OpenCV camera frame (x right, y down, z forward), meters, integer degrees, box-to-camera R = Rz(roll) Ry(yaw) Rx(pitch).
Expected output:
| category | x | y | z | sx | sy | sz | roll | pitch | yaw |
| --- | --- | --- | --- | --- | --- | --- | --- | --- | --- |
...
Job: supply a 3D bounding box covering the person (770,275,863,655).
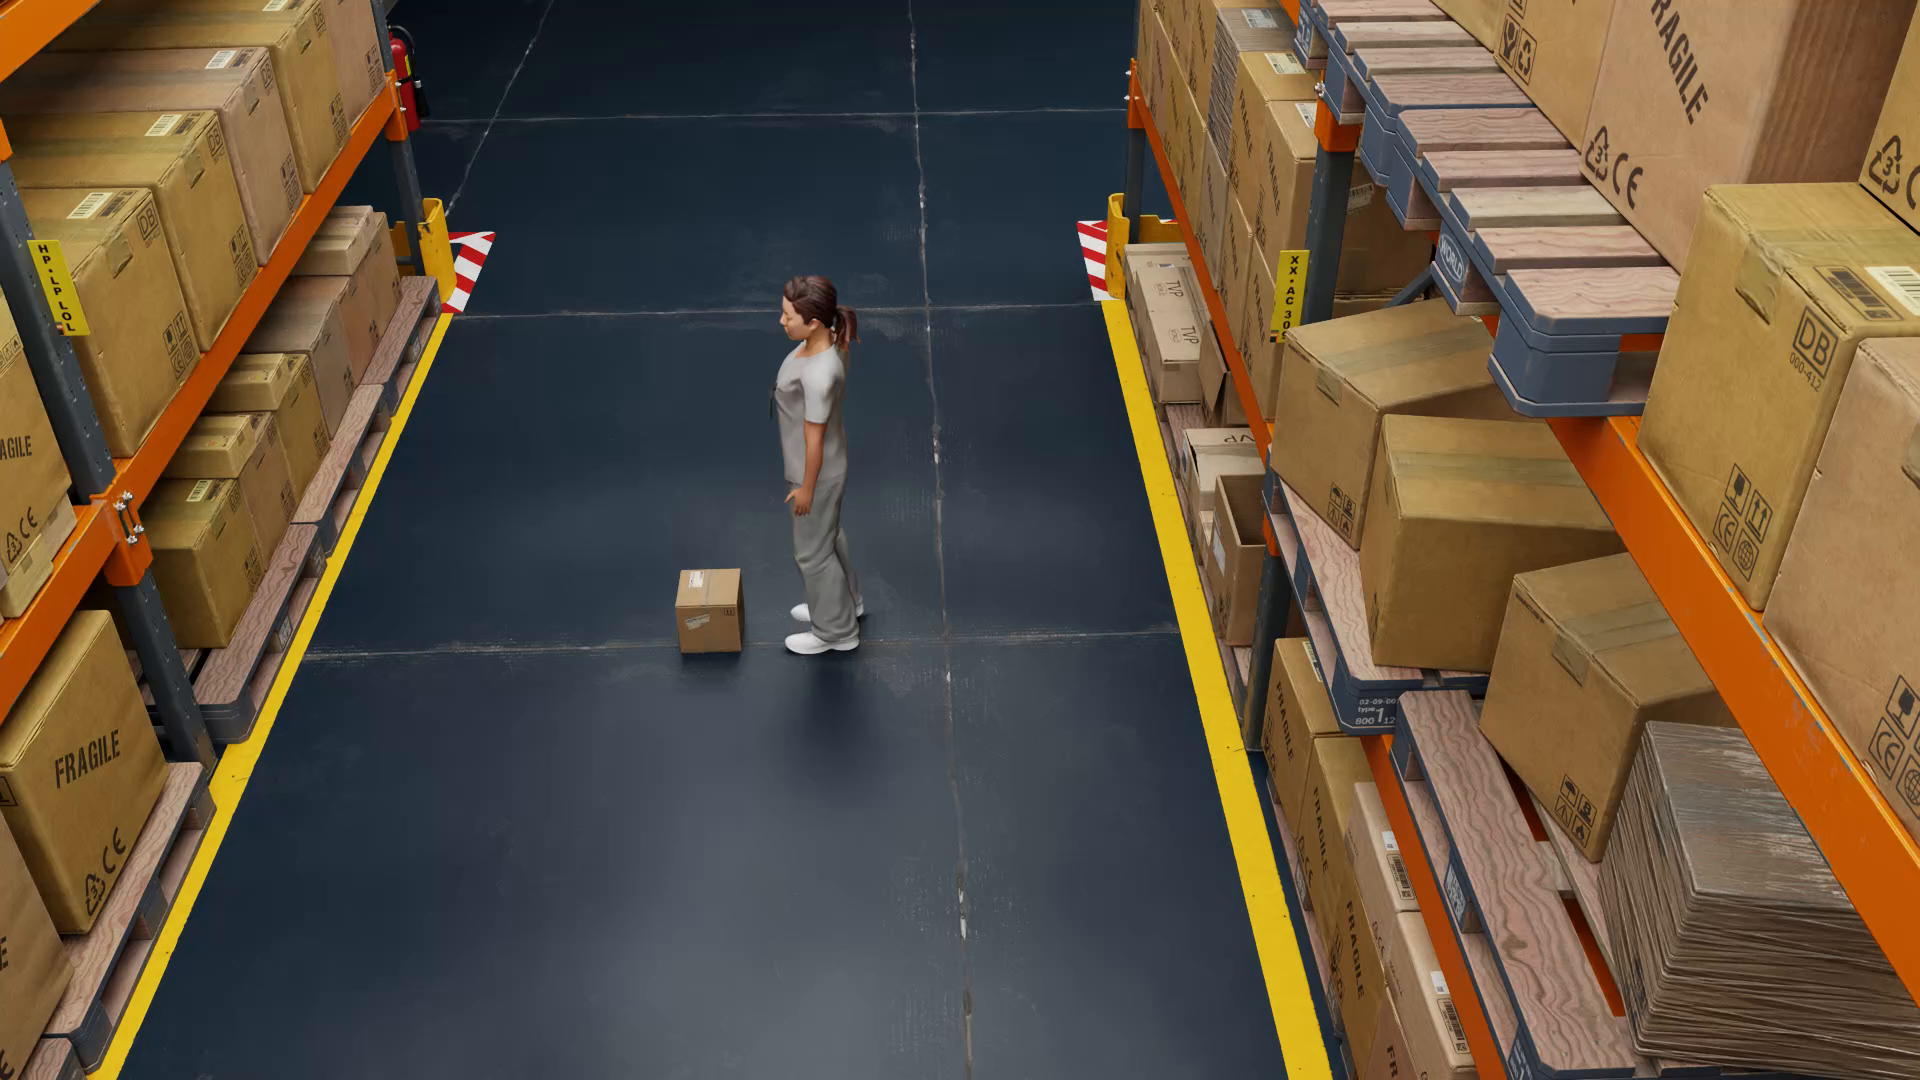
| category | x | y | z | sx | sy | sz | roll | pitch | yaw |
| --- | --- | --- | --- | --- | --- | --- | --- | --- | --- |
| person | -0.550 | -0.279 | 6.554 | 0.363 | 1.681 | 0.438 | -1 | 35 | -1 |
